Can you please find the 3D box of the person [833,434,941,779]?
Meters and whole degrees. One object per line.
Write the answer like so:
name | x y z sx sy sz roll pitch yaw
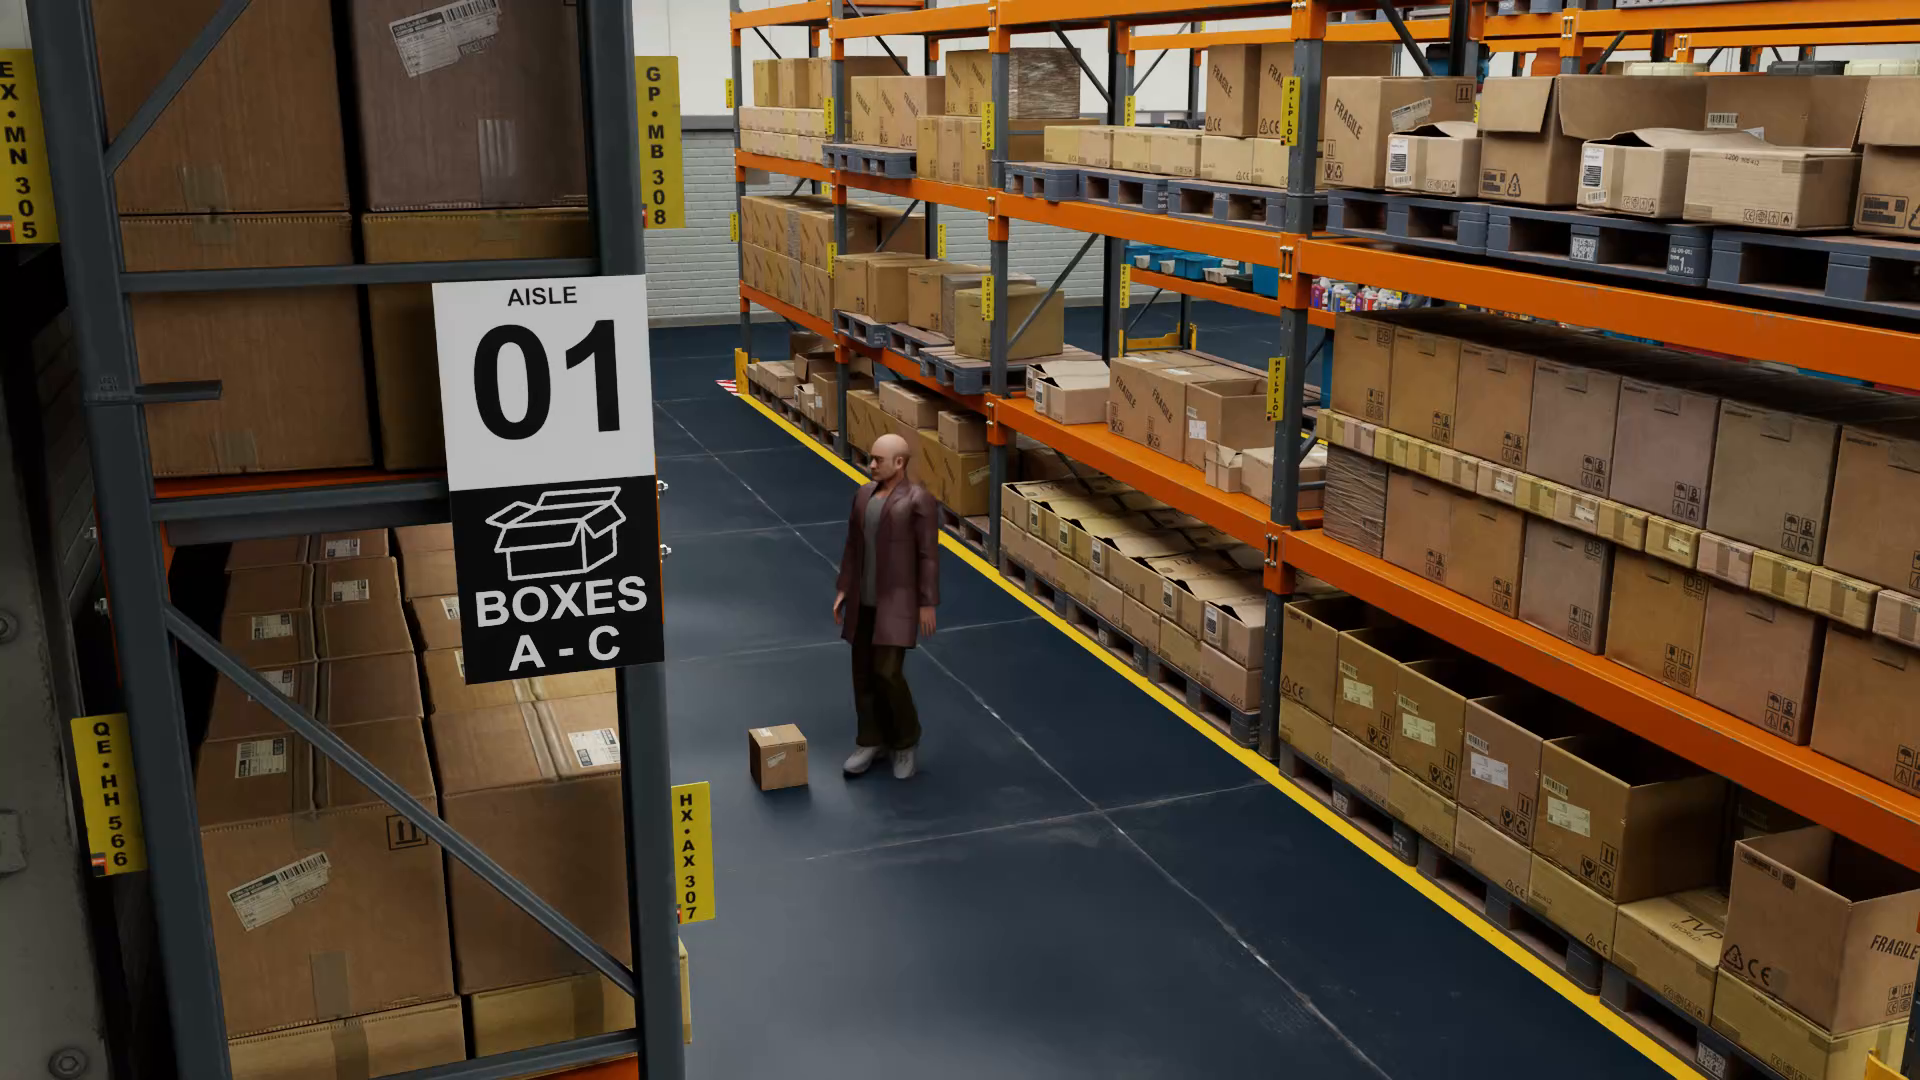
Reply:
person | -0.430 0.367 8.753 0.623 1.830 0.505 12 19 37
